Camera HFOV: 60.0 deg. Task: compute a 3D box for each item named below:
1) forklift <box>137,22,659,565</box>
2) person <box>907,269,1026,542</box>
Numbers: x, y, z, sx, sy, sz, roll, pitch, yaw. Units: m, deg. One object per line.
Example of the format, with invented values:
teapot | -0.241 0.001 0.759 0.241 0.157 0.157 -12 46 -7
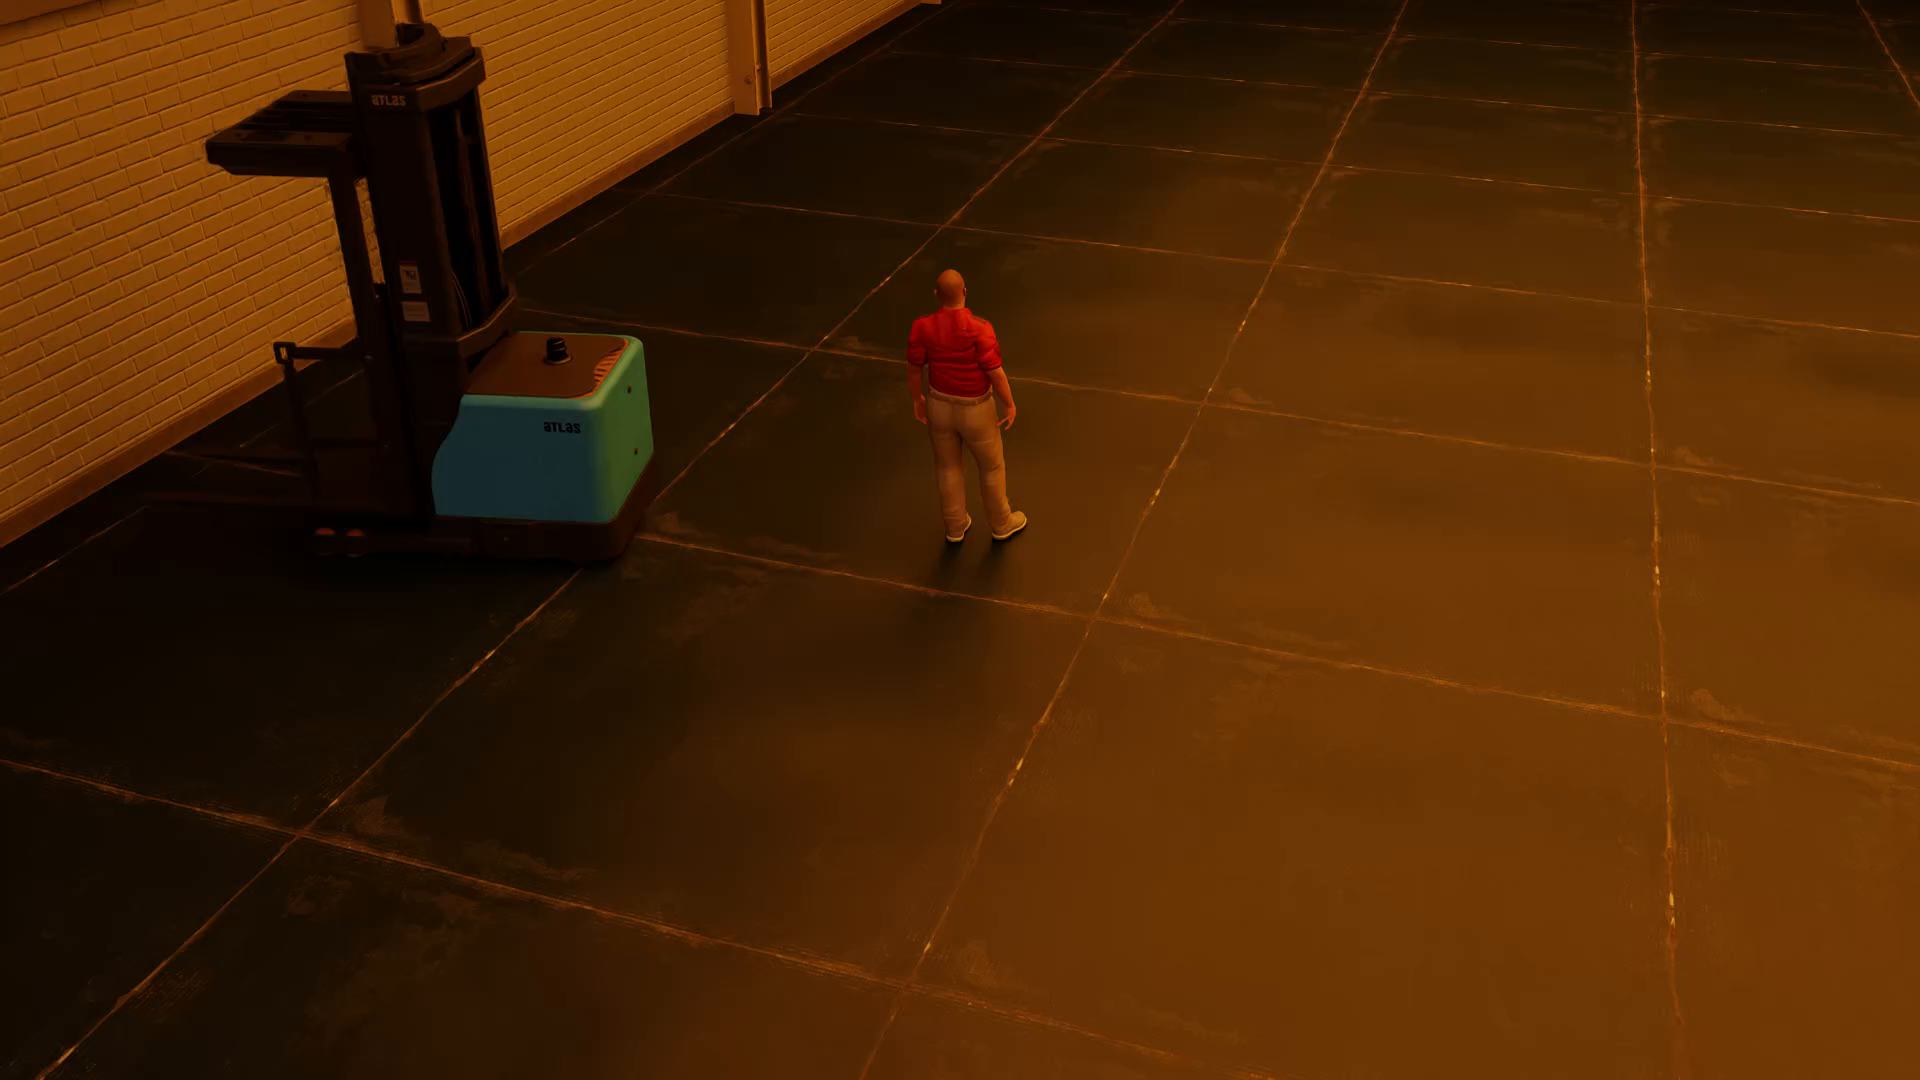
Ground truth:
forklift | -3.460 -1.424 9.634 3.031 2.935 1.130 3 30 5
person | 0.040 -0.798 9.735 0.641 1.728 0.550 10 31 16
